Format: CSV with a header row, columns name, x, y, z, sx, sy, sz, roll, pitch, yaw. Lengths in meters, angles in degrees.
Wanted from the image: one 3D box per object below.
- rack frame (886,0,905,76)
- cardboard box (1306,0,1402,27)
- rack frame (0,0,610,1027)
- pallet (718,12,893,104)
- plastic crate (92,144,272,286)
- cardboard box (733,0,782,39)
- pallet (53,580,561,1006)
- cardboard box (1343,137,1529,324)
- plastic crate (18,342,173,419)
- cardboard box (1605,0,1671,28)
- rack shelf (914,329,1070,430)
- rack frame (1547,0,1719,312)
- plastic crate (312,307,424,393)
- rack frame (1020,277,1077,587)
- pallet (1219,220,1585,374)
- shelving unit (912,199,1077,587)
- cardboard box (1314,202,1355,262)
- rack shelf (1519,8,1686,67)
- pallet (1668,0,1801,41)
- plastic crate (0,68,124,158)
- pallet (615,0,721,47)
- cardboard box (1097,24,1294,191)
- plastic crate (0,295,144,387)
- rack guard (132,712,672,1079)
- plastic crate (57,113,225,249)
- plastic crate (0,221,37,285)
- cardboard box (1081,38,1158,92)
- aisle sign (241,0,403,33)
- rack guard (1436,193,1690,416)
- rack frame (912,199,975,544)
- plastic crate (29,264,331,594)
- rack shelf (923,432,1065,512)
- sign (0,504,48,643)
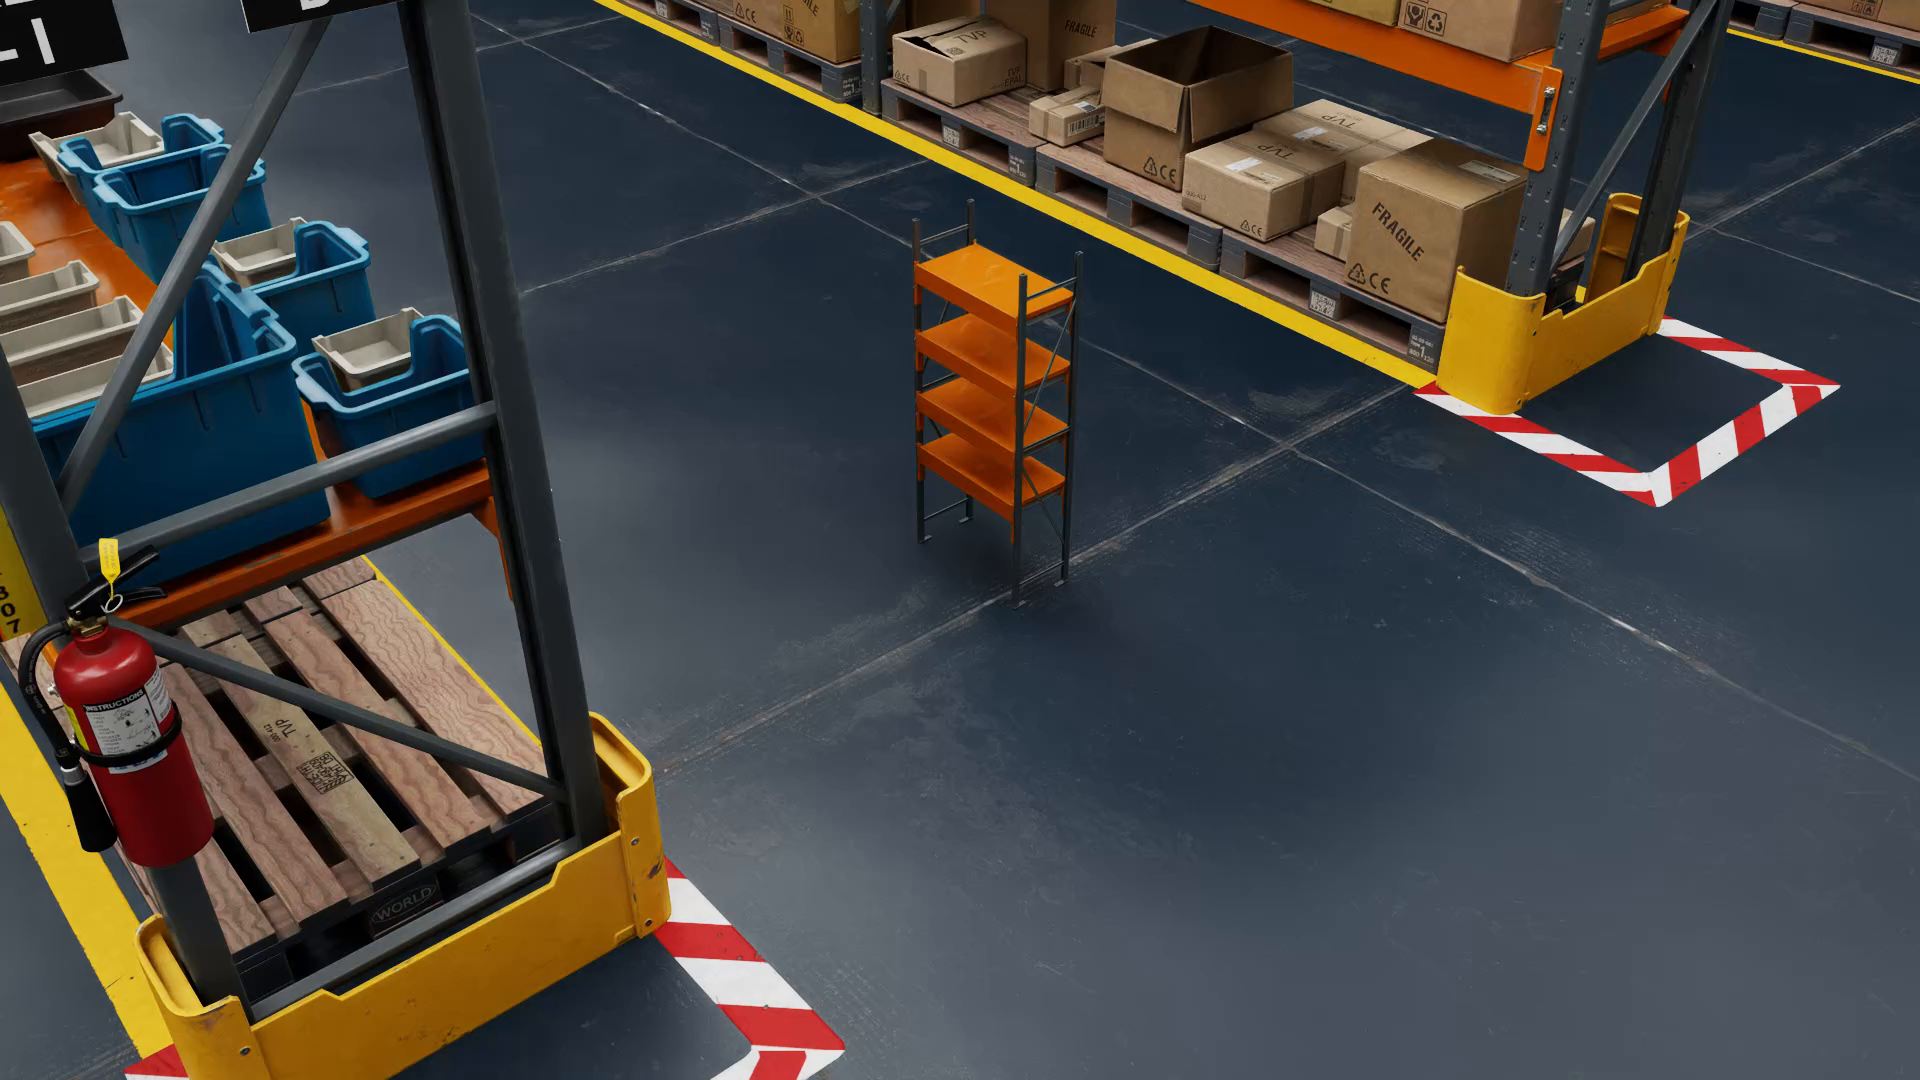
name,x,y,z,sx,sy,sz,roll,pitch,yaw
rack frame,-0.106,-3.717,8.403,0.949,2.616,0.053,-26,43,-32
cardboard box,1.638,-2.315,6.336,0.500,0.500,0.500,-26,43,-31
rack frame,-1.314,-0.104,3.302,1.000,3.000,0.127,-26,43,-32
pallet,-0.663,-2.923,9.694,1.003,0.211,1.213,-26,43,-32
plastic crate,-2.071,-0.873,4.481,0.416,0.233,0.300,-26,43,-32
cardboard box,-0.959,-3.208,9.466,0.500,0.500,0.500,-26,43,-32
pallet,-1.816,0.655,4.642,1.003,0.211,1.213,-26,43,-32
cardboard box,1.933,-1.257,6.712,0.500,0.500,0.500,-26,43,-32
plastic crate,-1.978,-0.313,3.773,0.396,0.136,0.243,-26,43,-32
cardboard box,2.388,-2.285,6.294,0.500,0.500,0.500,-25,42,-31
rack shelf,0.107,-0.544,5.210,0.258,0.148,0.480,-26,43,-32
rack frame,2.475,-1.951,5.910,0.949,2.616,0.053,-26,43,-32
plastic crate,-1.365,-0.425,3.931,0.250,0.136,0.298,-26,43,-32
rack frame,0.264,-0.309,5.148,0.228,1.046,0.006,-26,43,-32
pallet,-25.776,-11.246,13.843,28.867,8.999,54.027,-26,43,-32
shelving unit,0.105,-0.418,5.301,0.258,1.200,0.499,-26,43,-32
cardboard box,1.741,-1.334,7.109,0.380,0.166,0.250,-26,43,-32
rack shelf,1.182,-2.648,7.285,0.919,0.052,3.809,-26,43,-32
pallet,4.895,-3.523,10.542,1.003,0.211,1.213,-26,43,-32
plastic crate,-2.968,-1.388,5.301,0.437,0.125,0.590,-26,43,-32
pallet,-1.454,-3.462,10.455,1.003,0.211,1.213,-26,43,-32
cardboard box,1.108,-2.049,7.827,0.797,0.503,0.637,-26,43,-32
plastic crate,-2.154,-0.447,3.962,0.396,0.136,0.243,-26,43,-32
rack guard,-1.288,0.922,4.016,1.175,0.500,0.348,-26,43,-32
plastic crate,-2.265,-1.006,4.668,0.416,0.233,0.300,-26,43,-32
plastic crate,-2.558,-0.684,4.297,0.298,0.136,0.250,-26,43,-32
cardboard box,0.960,-2.321,8.378,0.500,0.311,0.500,-26,43,-32
aisle sign,-1.040,-1.244,2.662,0.394,0.787,0.004,-26,43,-32
rack guard,2.423,-0.963,6.678,1.175,0.500,0.348,-26,43,-32
rack frame,-0.051,-0.524,5.452,0.240,1.200,0.015,-26,43,-32
plastic crate,-1.673,-0.221,3.384,0.616,0.435,0.499,-26,43,-32
rack shelf,0.107,-0.232,5.431,0.221,0.050,0.457,-26,43,-32
sign,-1.724,0.042,2.955,0.100,0.325,0.005,-26,43,-32
